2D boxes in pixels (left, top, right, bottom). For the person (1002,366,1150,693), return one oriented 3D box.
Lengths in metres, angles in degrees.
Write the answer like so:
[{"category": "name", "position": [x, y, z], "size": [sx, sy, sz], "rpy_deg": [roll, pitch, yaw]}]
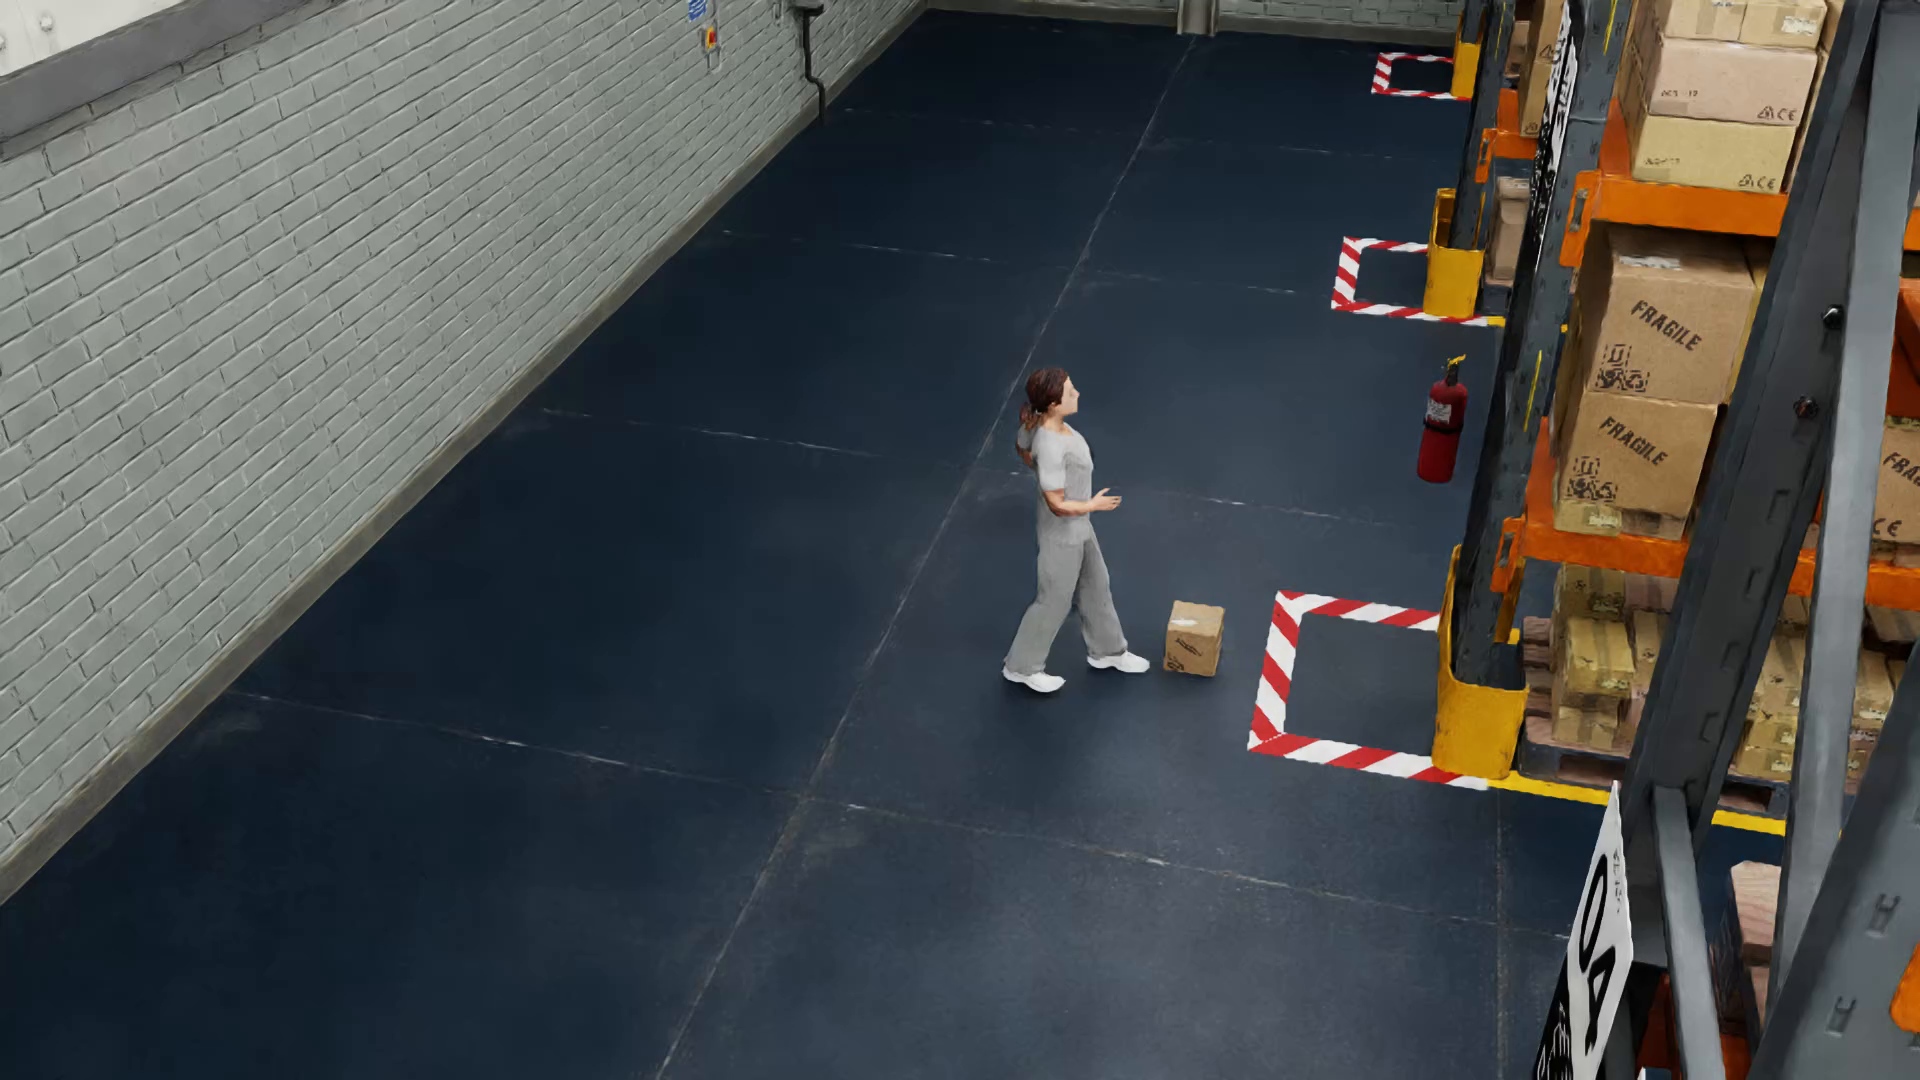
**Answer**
[{"category": "person", "position": [0.570, -0.051, 7.729], "size": [0.731, 1.665, 0.612], "rpy_deg": [-1, 33, -1]}]
